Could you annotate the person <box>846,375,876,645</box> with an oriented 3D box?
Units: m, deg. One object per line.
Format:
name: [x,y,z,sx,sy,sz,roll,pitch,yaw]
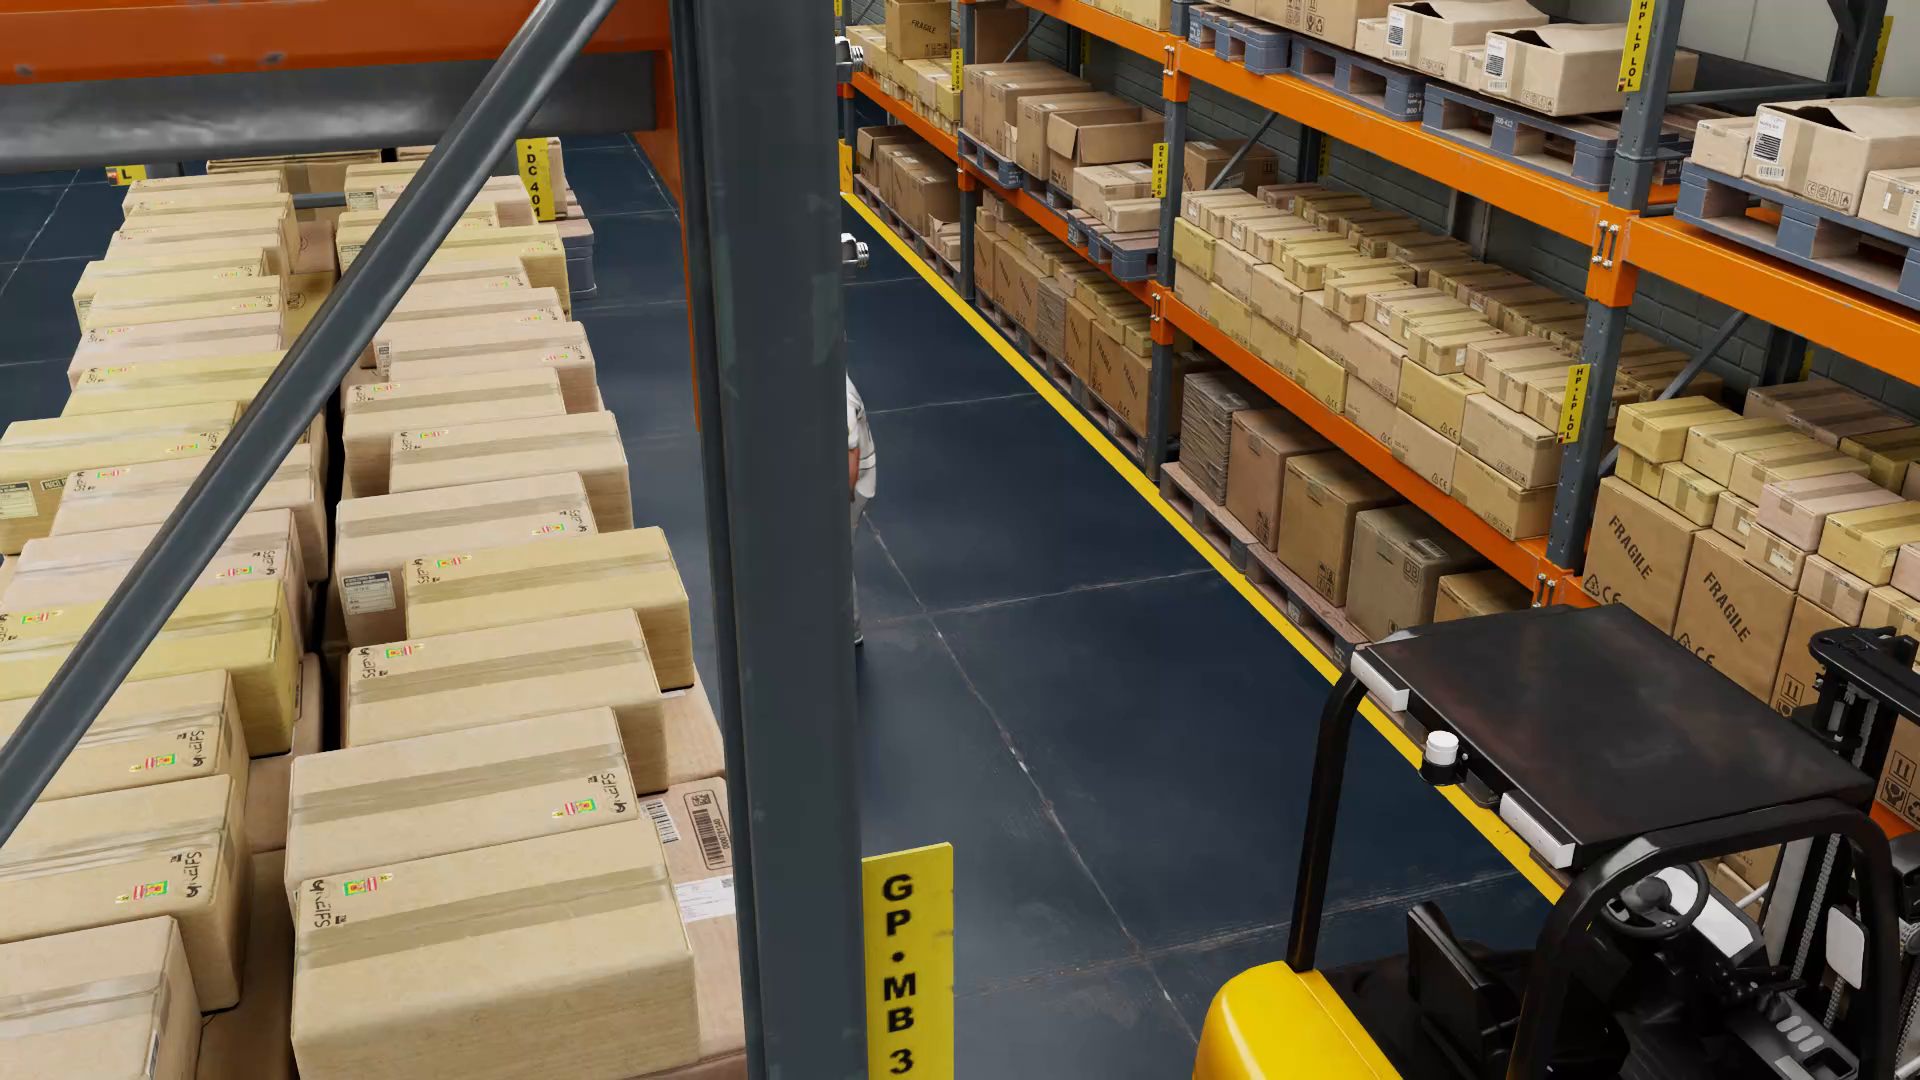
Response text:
person: [-0.670,-0.272,8.659,0.436,1.747,0.587,-9,28,-18]
